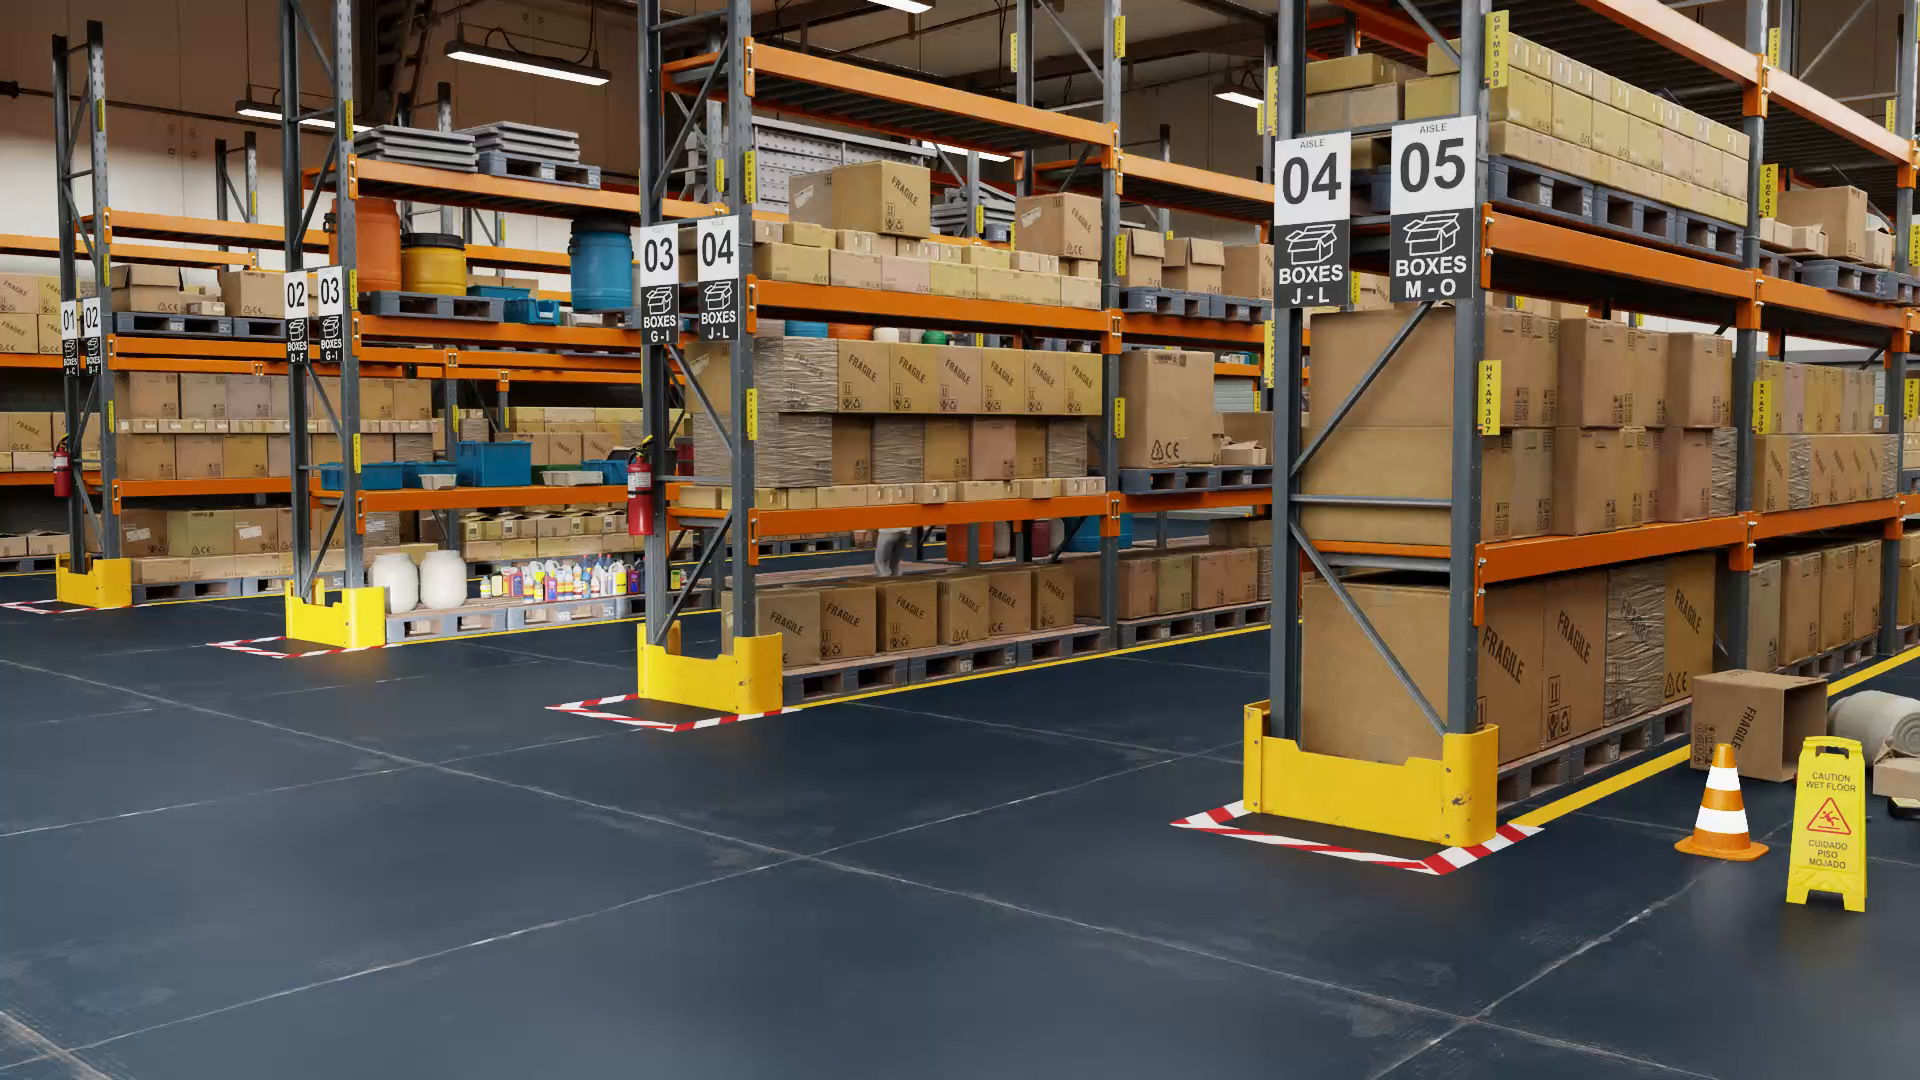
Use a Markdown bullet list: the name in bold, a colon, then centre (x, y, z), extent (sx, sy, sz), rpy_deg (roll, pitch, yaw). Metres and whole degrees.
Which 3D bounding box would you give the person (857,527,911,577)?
- **person**: centre (-0.761, -0.033, 16.916), extent (0.558, 1.514, 0.372), rpy_deg (3, 5, 40)
